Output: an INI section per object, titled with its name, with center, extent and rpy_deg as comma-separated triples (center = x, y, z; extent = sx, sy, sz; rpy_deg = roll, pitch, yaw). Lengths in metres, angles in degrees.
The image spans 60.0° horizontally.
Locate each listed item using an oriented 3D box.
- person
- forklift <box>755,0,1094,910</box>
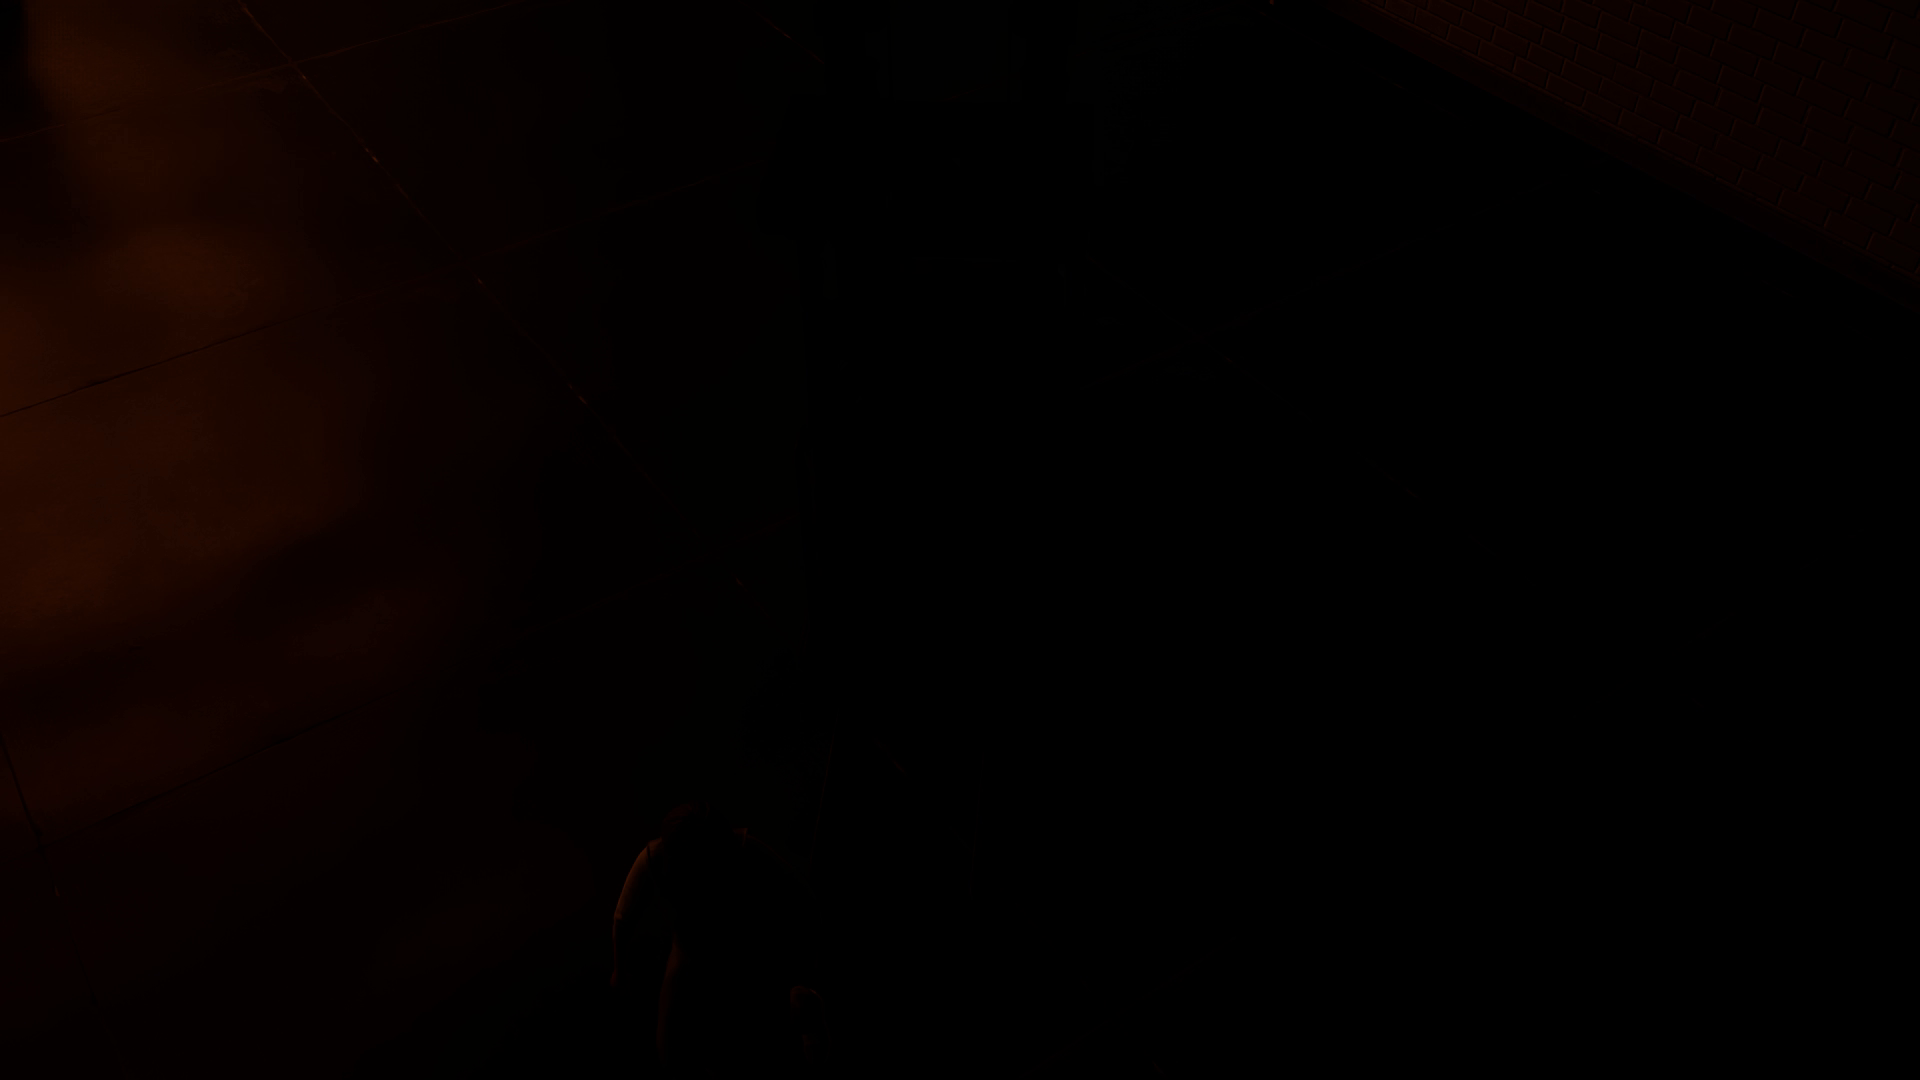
[person]
center = -0.750, 1.354, 5.318
extent = 0.727, 1.533, 0.588
rpy_deg = 2, 43, 3
[forklift]
center = -0.090, -0.604, 6.371
extent = 1.130, 2.935, 3.031
rpy_deg = 3, 43, 4
